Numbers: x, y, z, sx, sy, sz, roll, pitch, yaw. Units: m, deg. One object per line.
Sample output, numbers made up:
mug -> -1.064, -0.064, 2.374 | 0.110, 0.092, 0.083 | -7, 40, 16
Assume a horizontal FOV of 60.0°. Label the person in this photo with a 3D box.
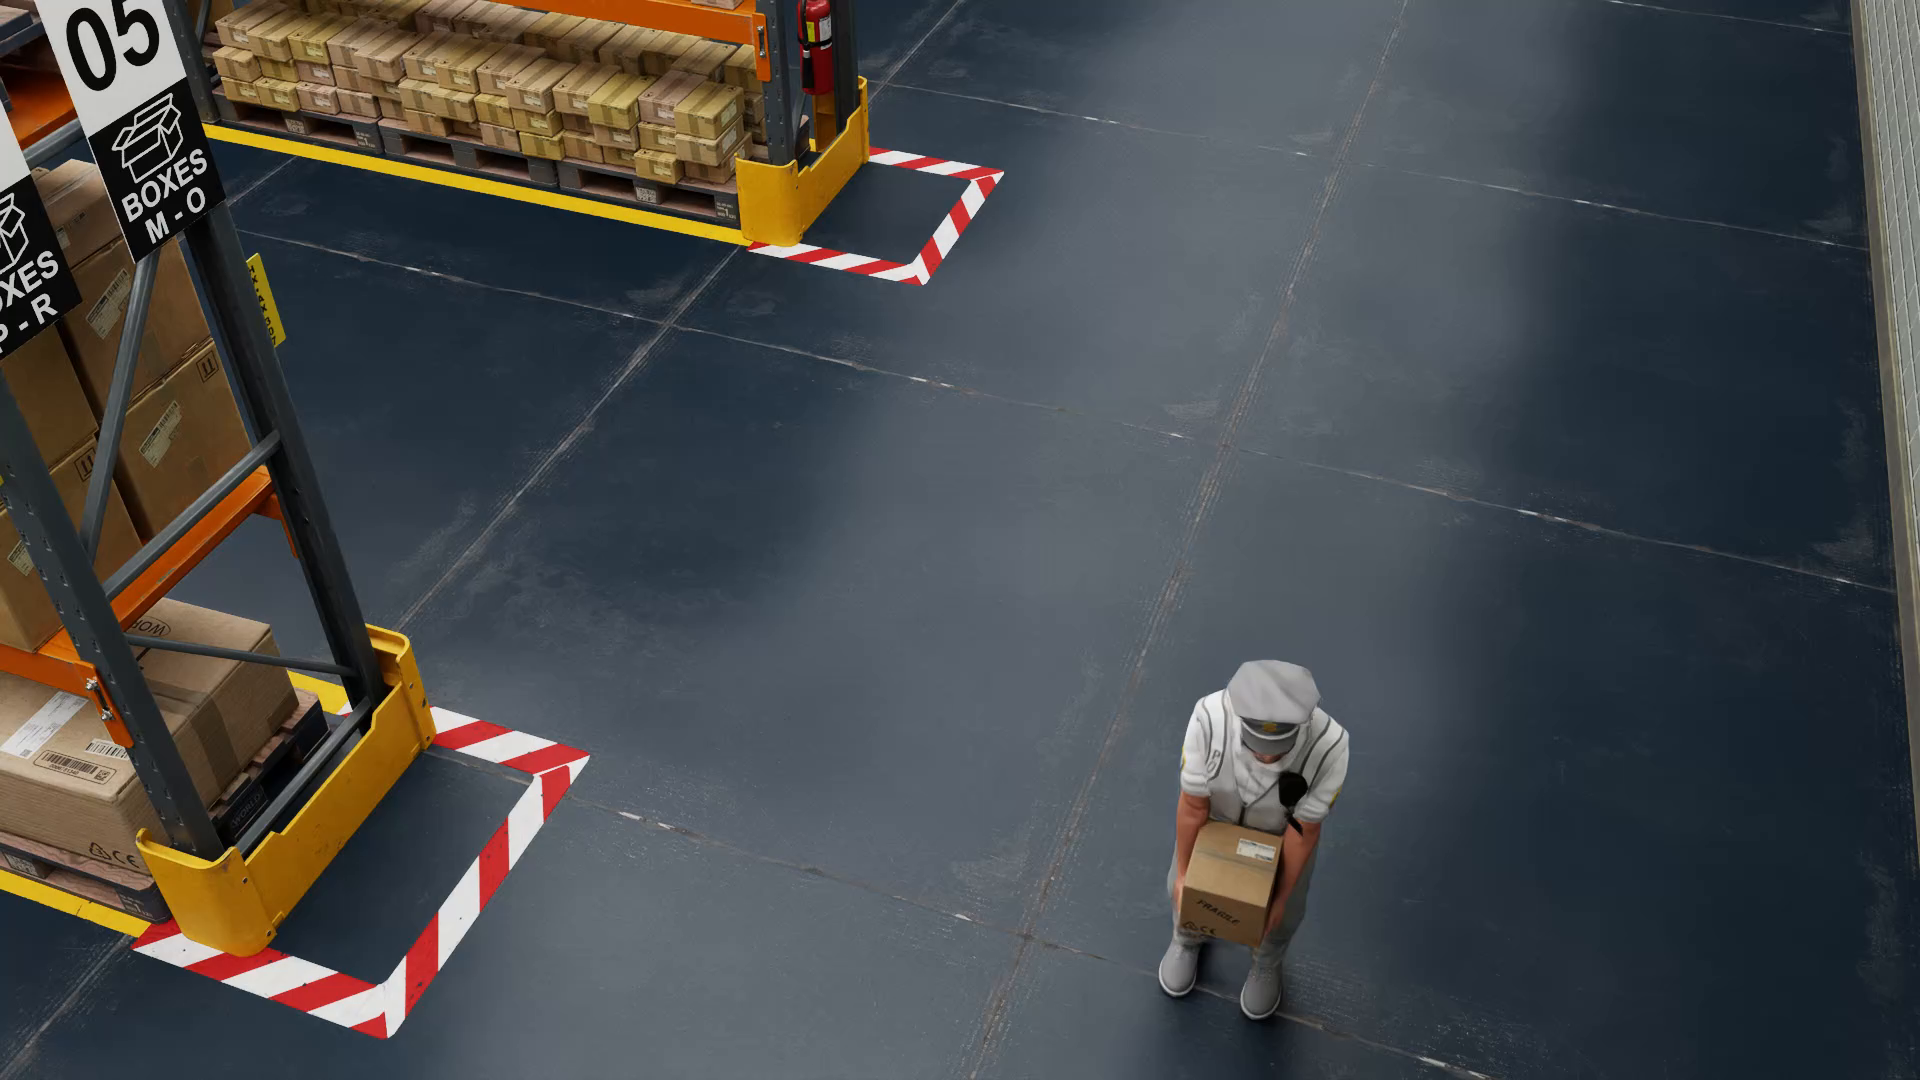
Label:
person -> 0.905, 0.907, 5.180 | 0.483, 1.681, 0.631 | 13, 43, 14
